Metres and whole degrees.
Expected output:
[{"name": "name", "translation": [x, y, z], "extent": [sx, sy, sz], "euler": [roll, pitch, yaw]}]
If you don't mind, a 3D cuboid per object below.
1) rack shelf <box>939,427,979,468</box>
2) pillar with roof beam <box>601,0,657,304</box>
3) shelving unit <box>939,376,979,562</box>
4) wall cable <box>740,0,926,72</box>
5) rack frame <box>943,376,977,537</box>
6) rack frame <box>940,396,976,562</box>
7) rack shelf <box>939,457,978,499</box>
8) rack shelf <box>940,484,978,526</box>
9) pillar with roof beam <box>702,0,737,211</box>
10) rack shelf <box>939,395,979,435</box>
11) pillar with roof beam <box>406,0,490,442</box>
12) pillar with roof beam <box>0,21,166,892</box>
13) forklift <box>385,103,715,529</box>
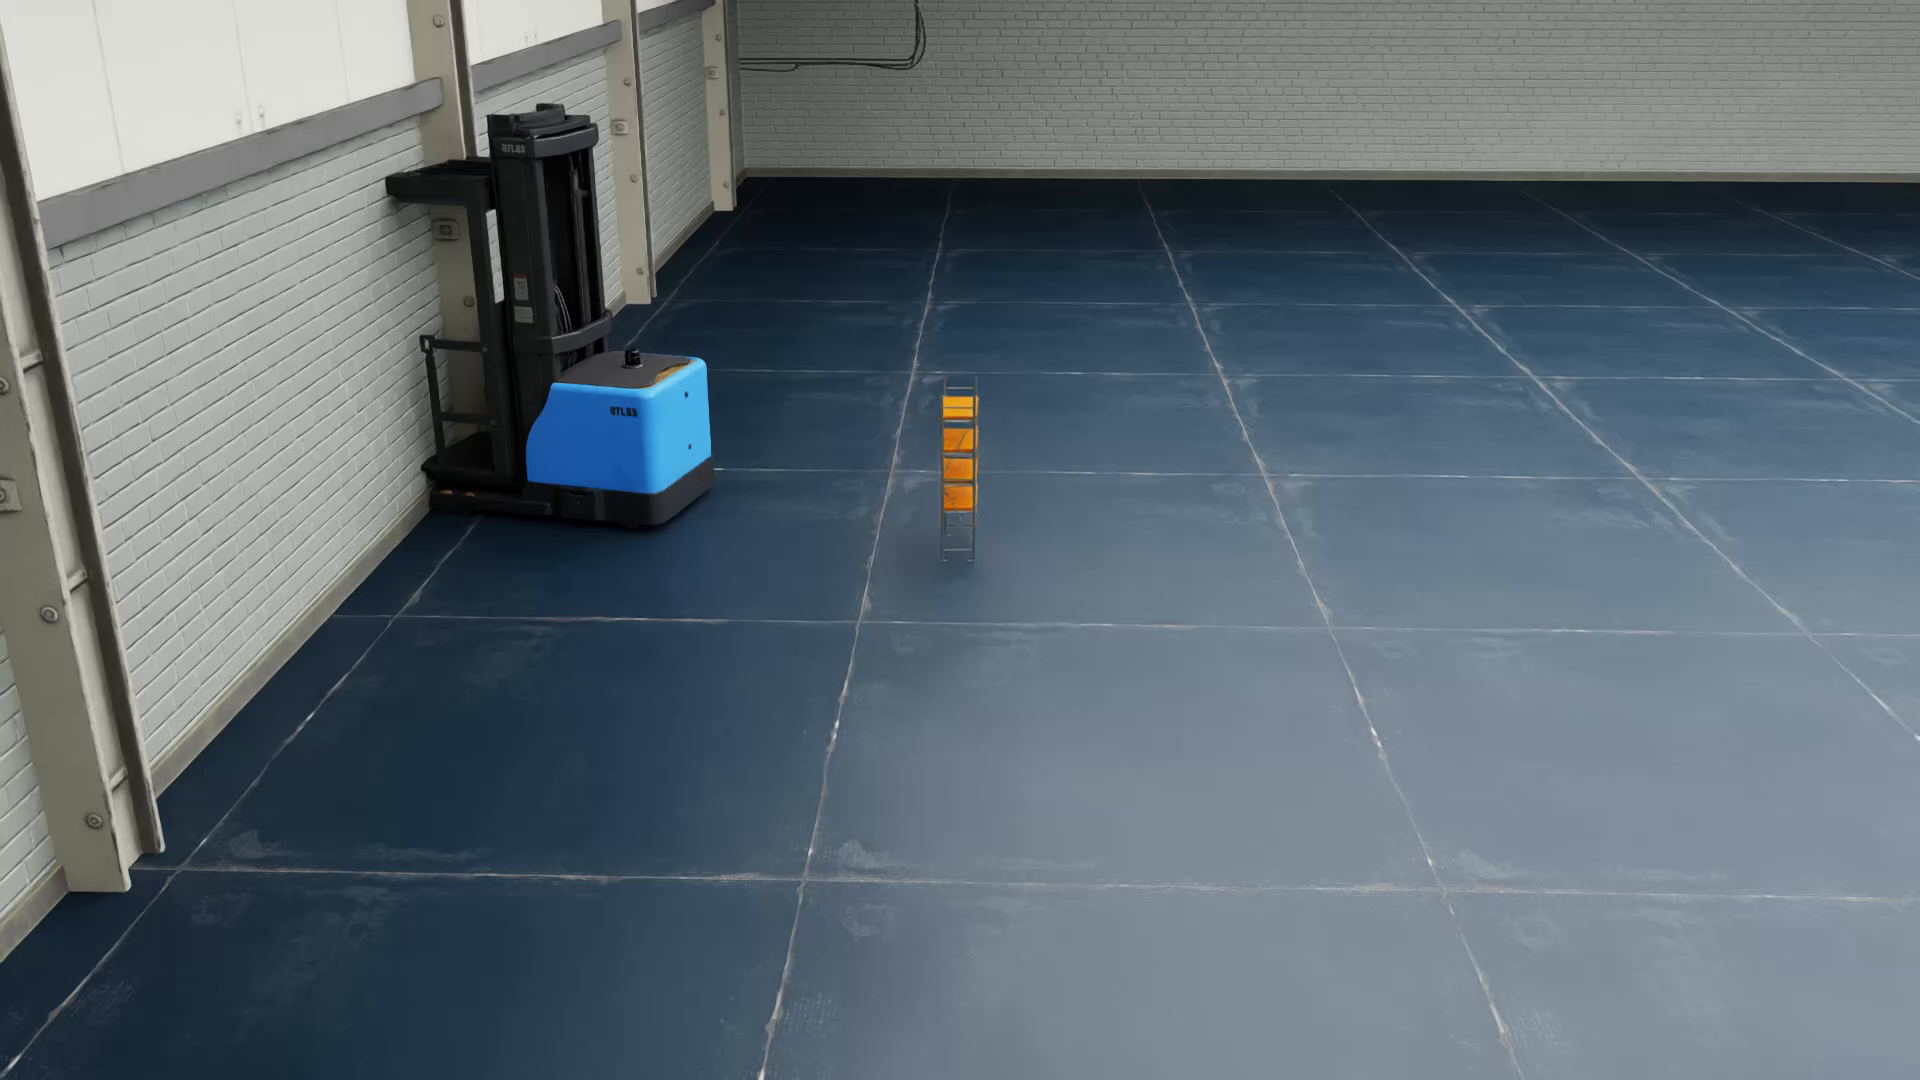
[{"name": "rack shelf", "translation": [-0.005, -0.645, 11.601], "extent": [0.258, 0.148, 0.480], "euler": [1, 21, 2]}, {"name": "pillar with roof beam", "translation": [0.617, -6.912, 17.404], "extent": [9.100, 9.000, 0.400], "euler": [1, 21, 2]}, {"name": "shelving unit", "translation": [-0.005, -0.500, 11.658], "extent": [0.258, 1.200, 0.503], "euler": [1, 21, 2]}, {"name": "wall cable", "translation": [-2.092, -8.732, 26.386], "extent": [3.097, 2.526, 0.112], "euler": [1, 21, 2]}, {"name": "rack frame", "translation": [0.002, -0.588, 11.885], "extent": [0.240, 1.200, 0.015], "euler": [1, 21, 2]}, {"name": "rack frame", "translation": [-0.012, -0.411, 11.430], "extent": [0.240, 1.200, 0.015], "euler": [1, 21, 2]}, {"name": "rack shelf", "translation": [-0.005, -0.437, 11.682], "extent": [0.258, 0.148, 0.480], "euler": [1, 21, 2]}, {"name": "rack shelf", "translation": [-0.005, -0.252, 11.754], "extent": [0.258, 0.148, 0.480], "euler": [1, 21, 2]}, {"name": "pillar with roof beam", "translation": [0.799, -9.082, 22.995], "extent": [9.100, 9.000, 0.400], "euler": [1, 21, 2]}, {"name": "rack shelf", "translation": [-0.005, -0.866, 11.515], "extent": [0.258, 0.148, 0.480], "euler": [1, 21, 2]}, {"name": "pillar with roof beam", "translation": [0.434, -4.743, 11.813], "extent": [9.100, 9.000, 0.400], "euler": [1, 21, 2]}, {"name": "pillar with roof beam", "translation": [0.252, -2.574, 6.221], "extent": [9.100, 9.000, 0.400], "euler": [1, 21, 2]}, {"name": "forklift", "translation": [-3.486, -1.733, 12.444], "extent": [3.031, 2.935, 1.130], "euler": [6, 22, 15]}]
